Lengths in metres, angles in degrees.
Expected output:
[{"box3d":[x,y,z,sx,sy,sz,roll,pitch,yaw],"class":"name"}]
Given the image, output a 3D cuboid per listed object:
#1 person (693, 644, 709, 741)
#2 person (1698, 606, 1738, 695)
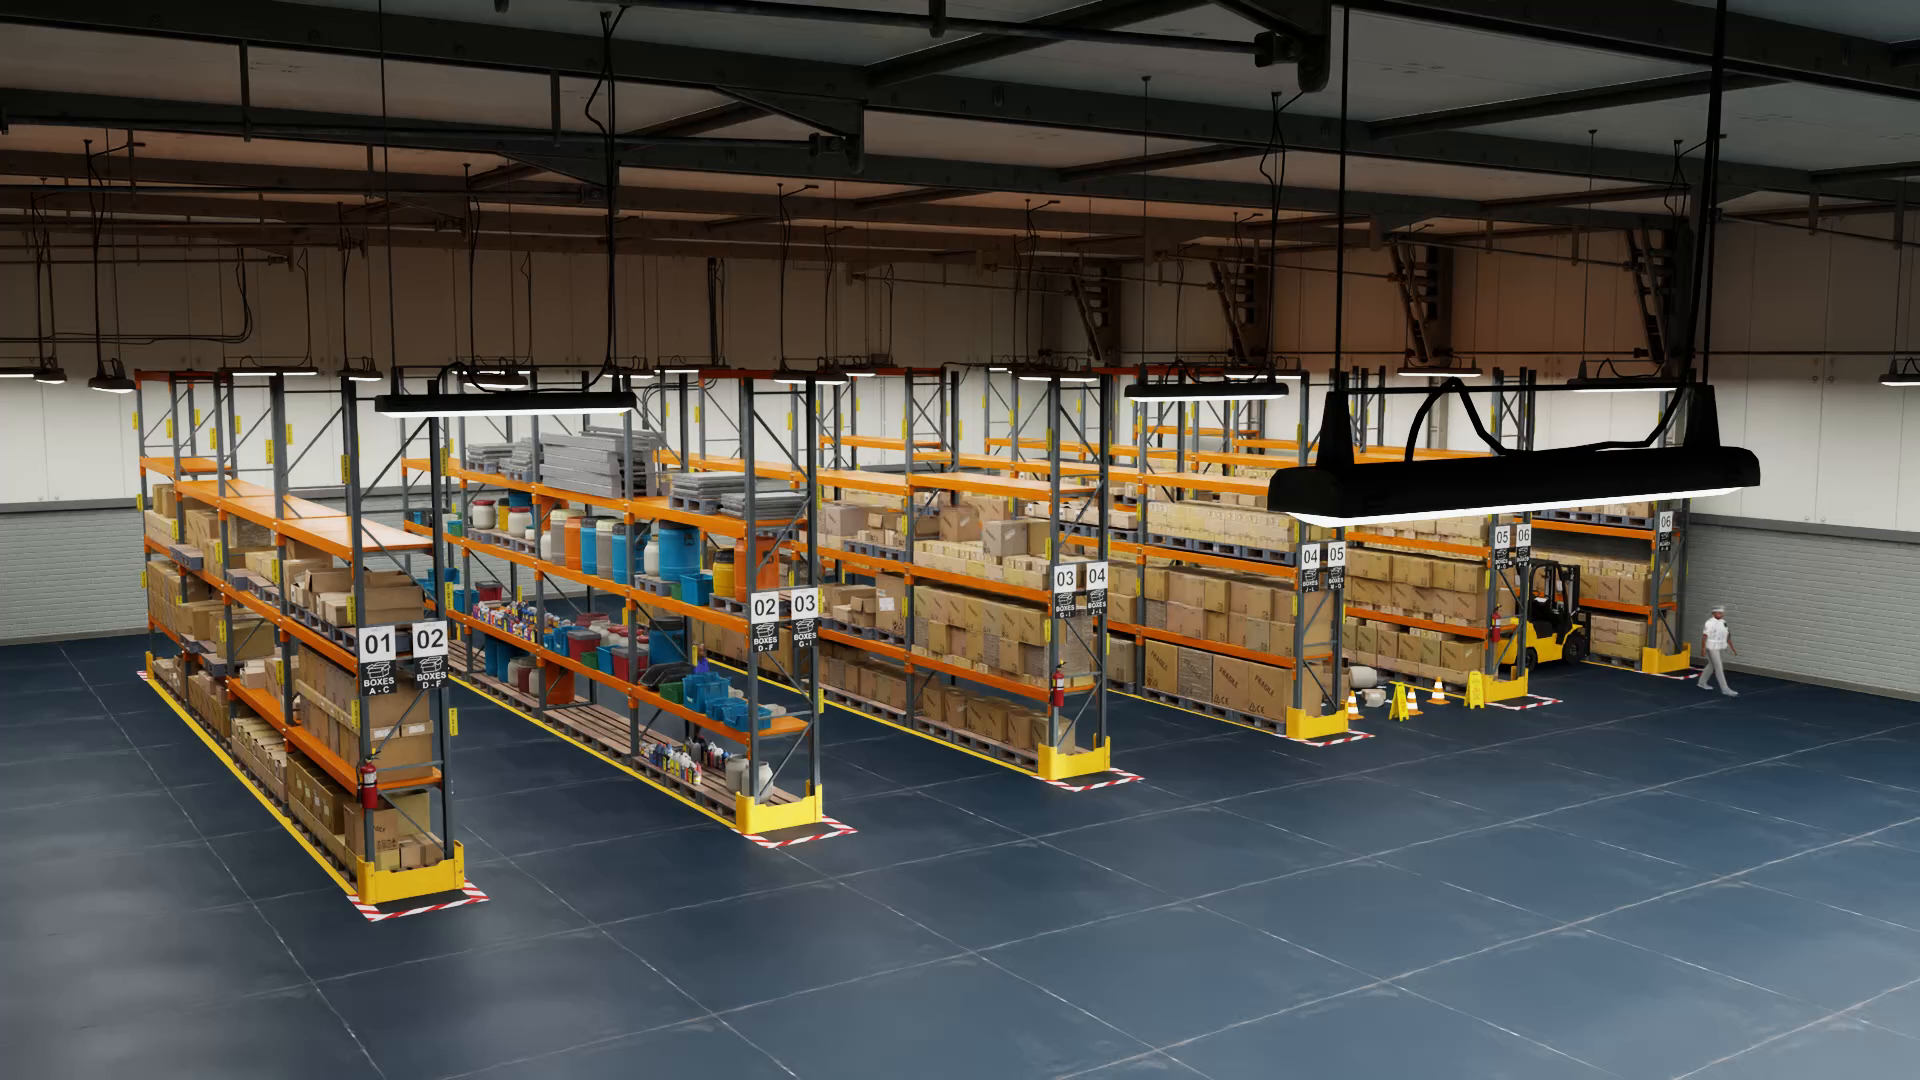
[{"box3d":[-4.320,2.477,27.189,0.586,1.604,0.543,-6,9,-41],"class":"person"},{"box3d":[14.109,2.019,30.860,0.462,1.633,0.954,-3,7,-26],"class":"person"}]
